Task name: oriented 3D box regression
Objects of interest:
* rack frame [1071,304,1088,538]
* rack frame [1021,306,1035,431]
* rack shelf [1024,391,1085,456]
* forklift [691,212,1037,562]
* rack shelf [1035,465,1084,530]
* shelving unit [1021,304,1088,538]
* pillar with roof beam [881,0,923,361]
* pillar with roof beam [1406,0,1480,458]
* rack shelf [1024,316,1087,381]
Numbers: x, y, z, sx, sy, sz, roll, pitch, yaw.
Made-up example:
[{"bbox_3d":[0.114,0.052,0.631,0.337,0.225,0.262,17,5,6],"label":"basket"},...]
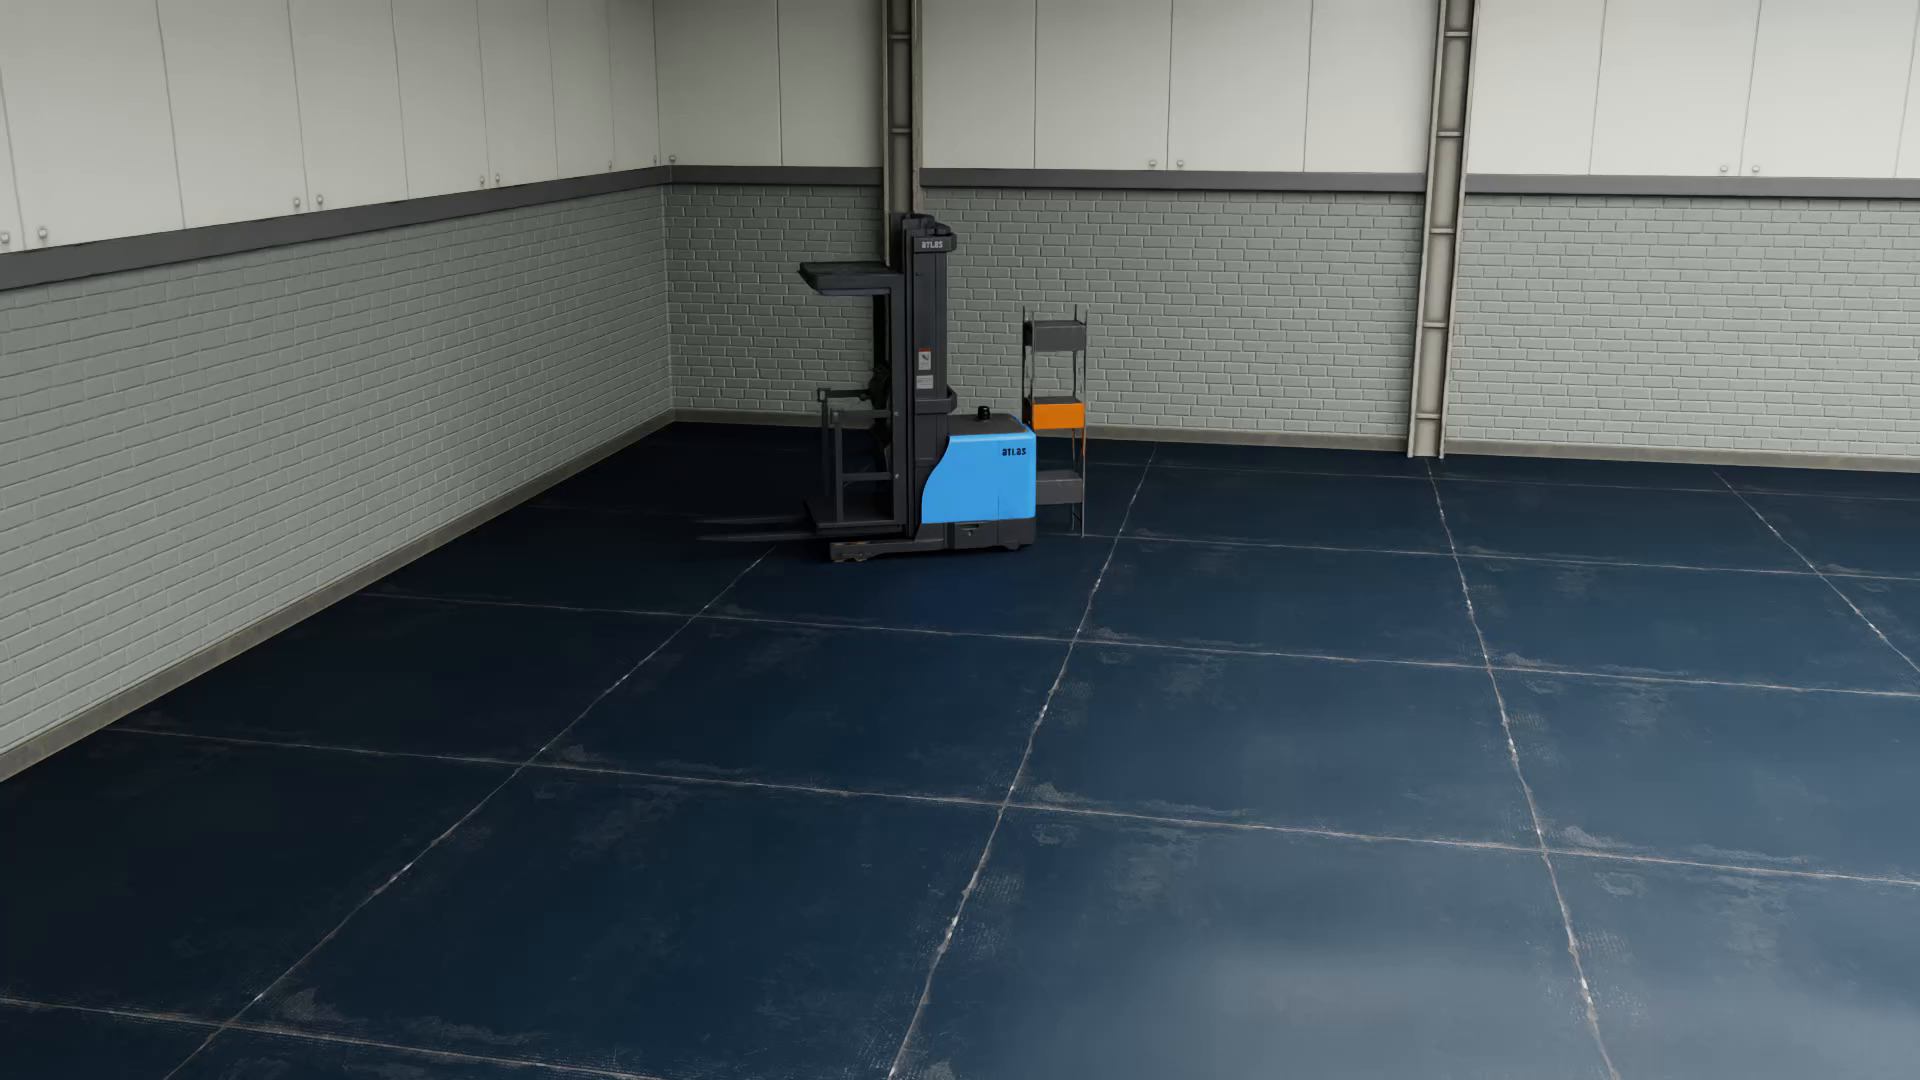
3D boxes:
[{"bbox_3d":[1.090,-1.082,15.223,0.015,2.100,0.400,-3,16,-11],"label":"rack frame"},{"bbox_3d":[0.612,-1.057,15.132,0.015,2.100,0.400,-3,16,-11],"label":"rack frame"},{"bbox_3d":[0.851,-1.056,15.181,0.480,0.518,0.431,-3,16,-11],"label":"rack shelf"},{"bbox_3d":[-0.883,-1.369,14.703,3.031,2.935,1.130,-3,16,-11],"label":"forklift"},{"bbox_3d":[0.851,-0.382,15.368,0.480,0.518,0.431,-3,16,-11],"label":"rack shelf"},{"bbox_3d":[0.851,-1.069,15.177,0.503,2.100,0.431,-3,16,-11],"label":"shelving unit"},{"bbox_3d":[-1.508,-4.490,14.604,0.400,9.000,9.100,3,16,11],"label":"pillar with roof beam"},{"bbox_3d":[4.372,-4.171,13.451,0.400,9.000,9.100,3,16,11],"label":"pillar with roof beam"},{"bbox_3d":[0.851,-1.731,14.994,0.480,0.518,0.431,-3,16,-11],"label":"rack shelf"}]
